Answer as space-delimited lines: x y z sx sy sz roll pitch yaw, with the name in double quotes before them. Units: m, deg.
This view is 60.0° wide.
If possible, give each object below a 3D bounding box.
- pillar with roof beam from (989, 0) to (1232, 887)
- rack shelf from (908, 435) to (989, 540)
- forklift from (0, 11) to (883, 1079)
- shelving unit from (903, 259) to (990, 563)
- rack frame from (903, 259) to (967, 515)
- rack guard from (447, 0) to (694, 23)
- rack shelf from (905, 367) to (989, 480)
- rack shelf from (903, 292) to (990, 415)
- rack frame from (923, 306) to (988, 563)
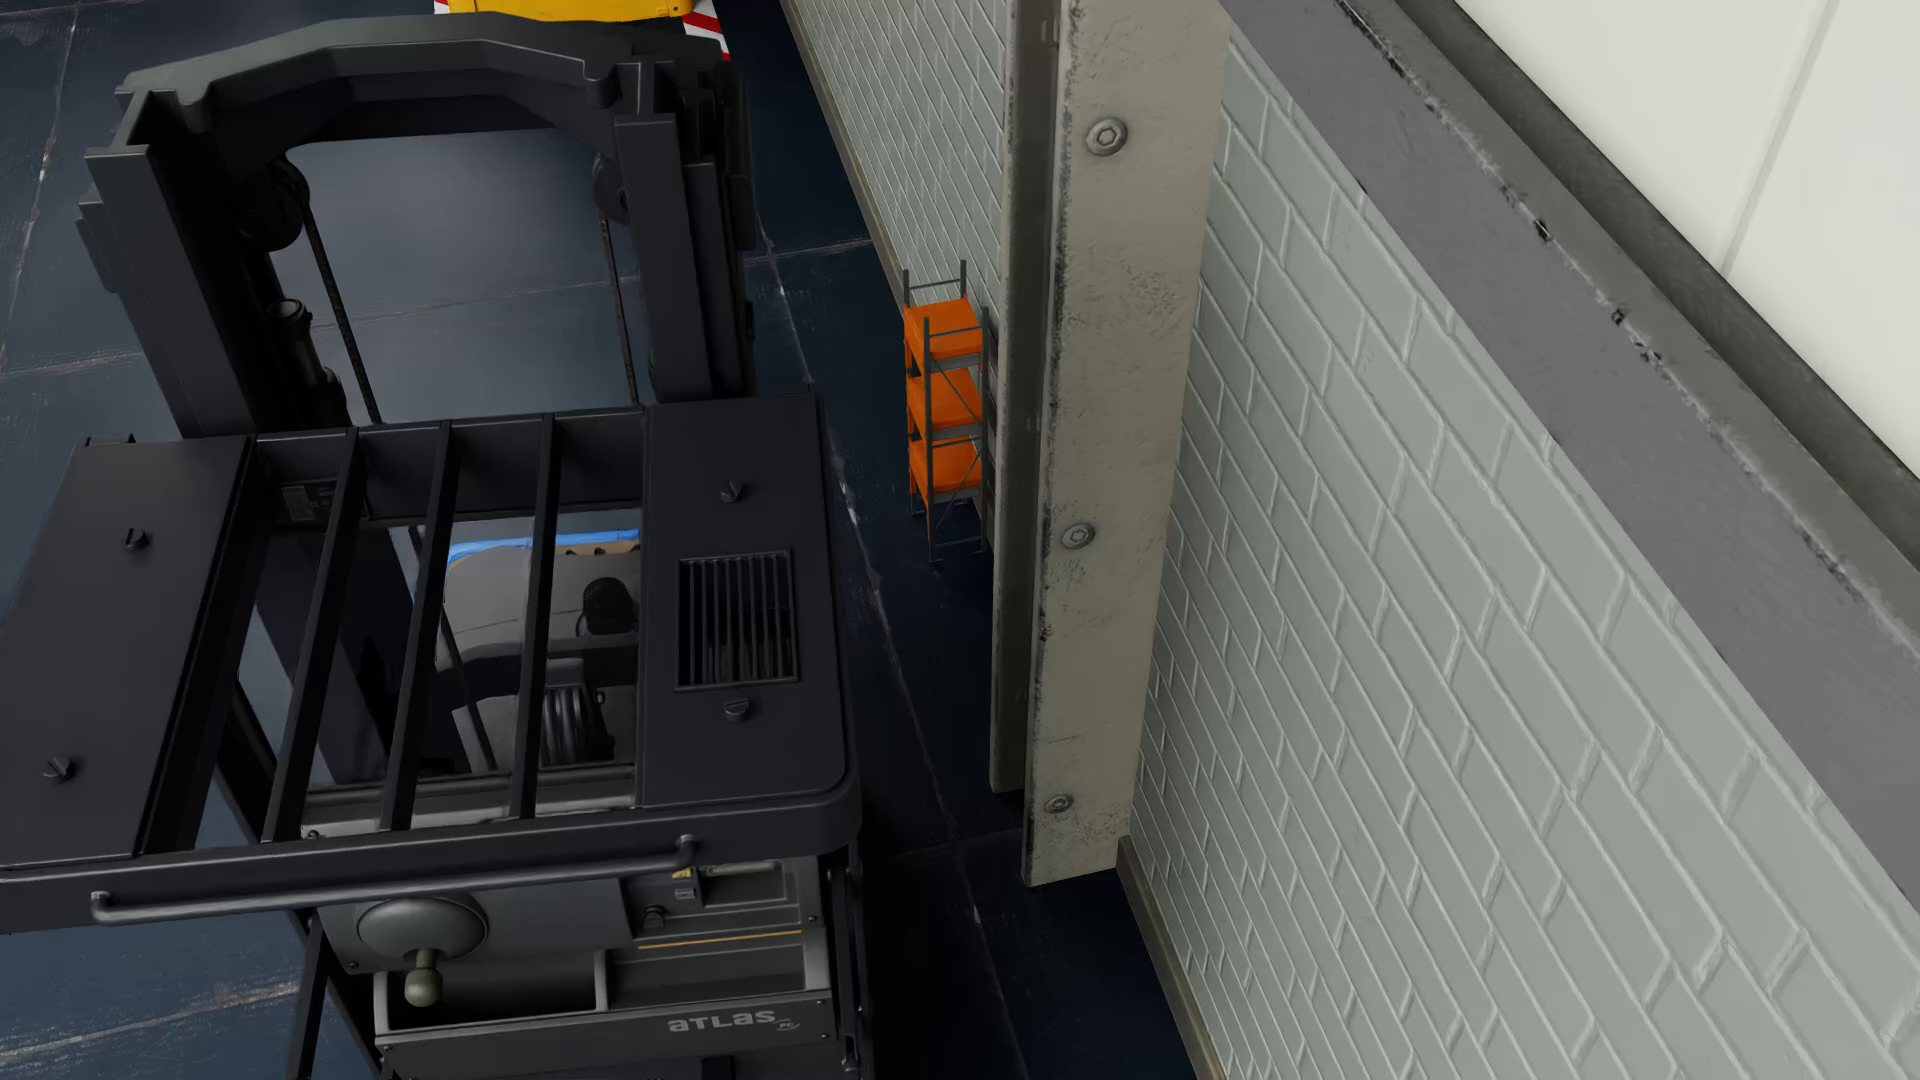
"pillar with roof beam" -3.875 -1.530 0.949 9.100 9.000 0.400 -11 47 -10
"rack shelf" -0.041 -0.192 5.606 0.215 0.259 0.240 -12 47 -11
"forklift" -0.709 0.742 2.971 1.130 2.935 3.031 -5 46 -5
"shelving unit" -0.042 -0.393 5.399 0.215 1.050 0.252 -12 47 -11
"rack frame" -0.075 -0.477 5.482 0.200 1.050 0.008 -12 47 -11
"rack guard" -1.936 -2.823 8.167 1.175 0.500 0.348 -11 47 -10
"rack shelf" -0.042 -0.386 5.407 0.215 0.259 0.240 -12 47 -11
"rack shelf" -0.044 -0.584 5.204 0.215 0.259 0.240 -12 47 -11
"rack frame" -0.009 -0.309 5.317 0.200 1.050 0.008 -12 47 -11
